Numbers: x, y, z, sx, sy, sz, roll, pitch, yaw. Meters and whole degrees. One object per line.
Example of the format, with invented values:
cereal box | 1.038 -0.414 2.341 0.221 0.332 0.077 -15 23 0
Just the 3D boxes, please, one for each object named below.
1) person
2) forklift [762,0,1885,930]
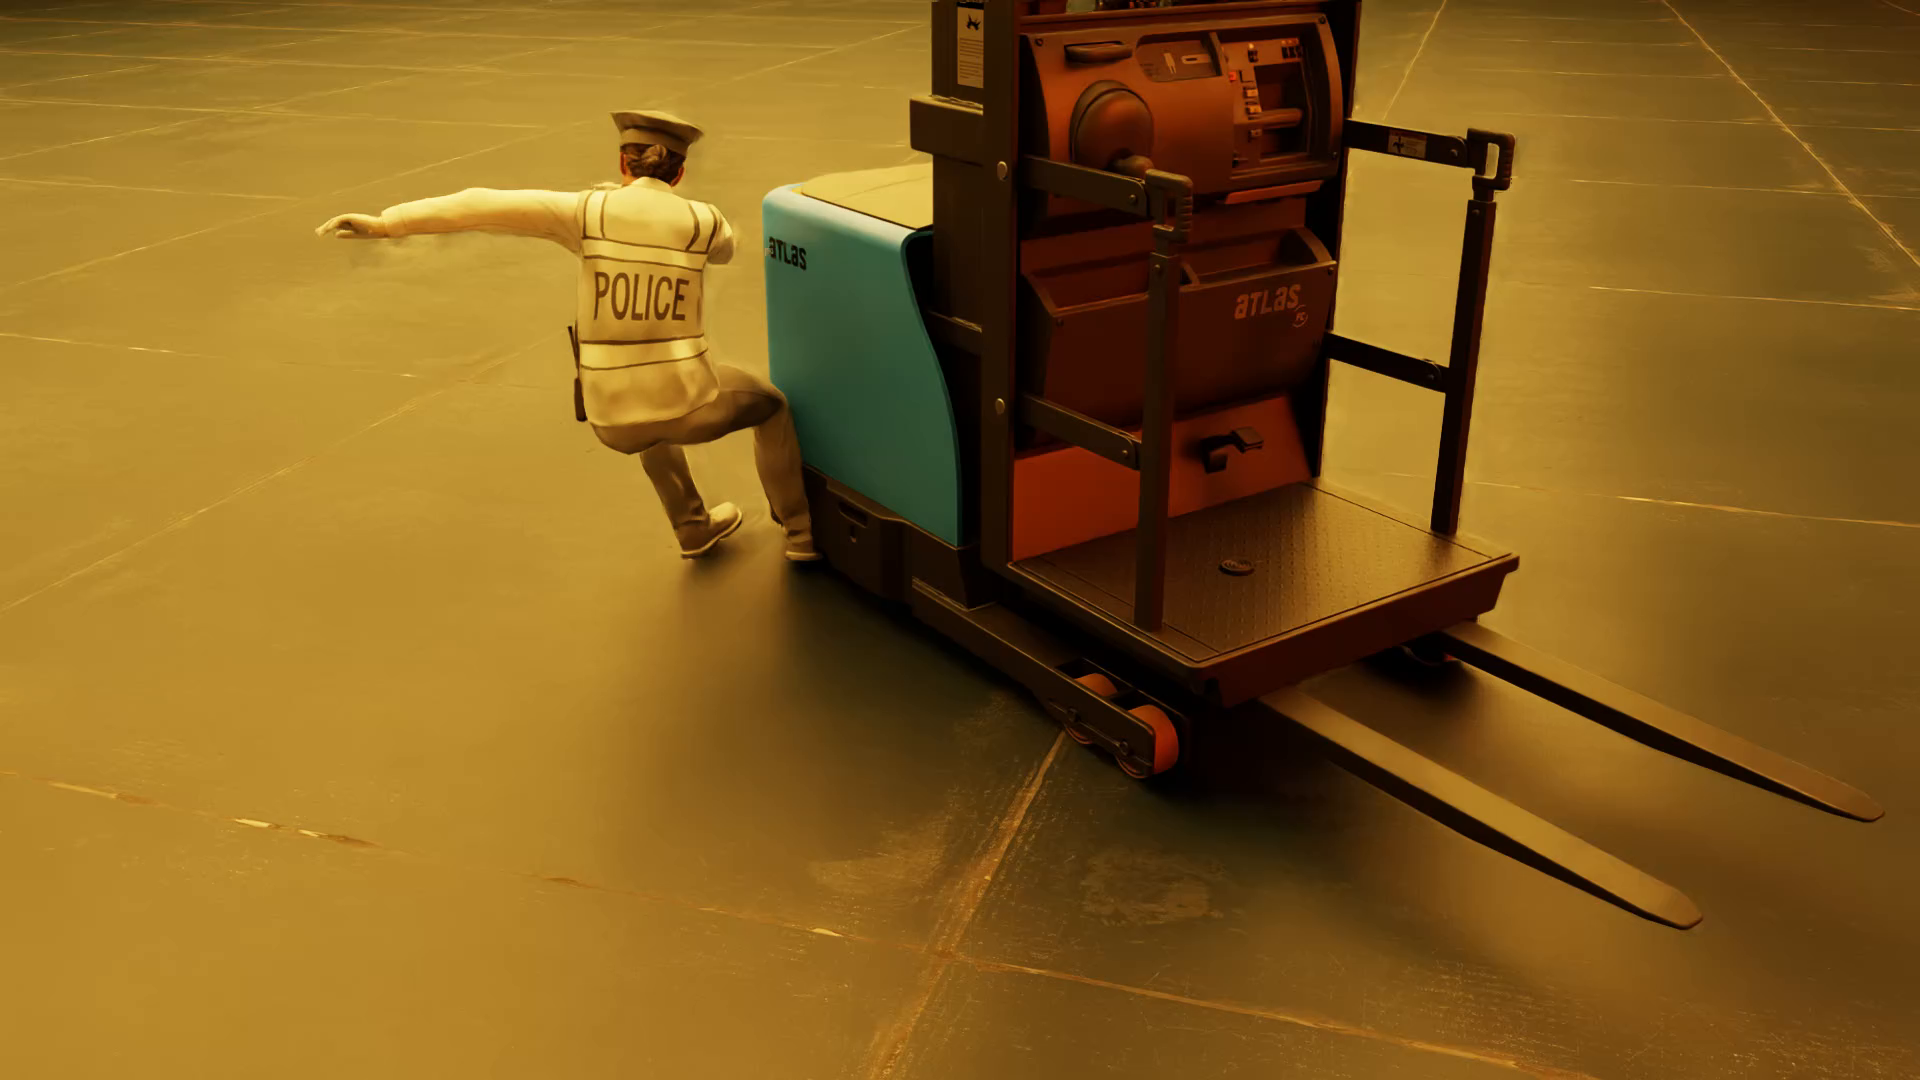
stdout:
person | -0.961 -0.476 4.552 1.308 1.367 0.686 -3 23 -7
forklift | 0.671 -1.018 3.746 1.130 2.935 3.031 -15 27 -32
